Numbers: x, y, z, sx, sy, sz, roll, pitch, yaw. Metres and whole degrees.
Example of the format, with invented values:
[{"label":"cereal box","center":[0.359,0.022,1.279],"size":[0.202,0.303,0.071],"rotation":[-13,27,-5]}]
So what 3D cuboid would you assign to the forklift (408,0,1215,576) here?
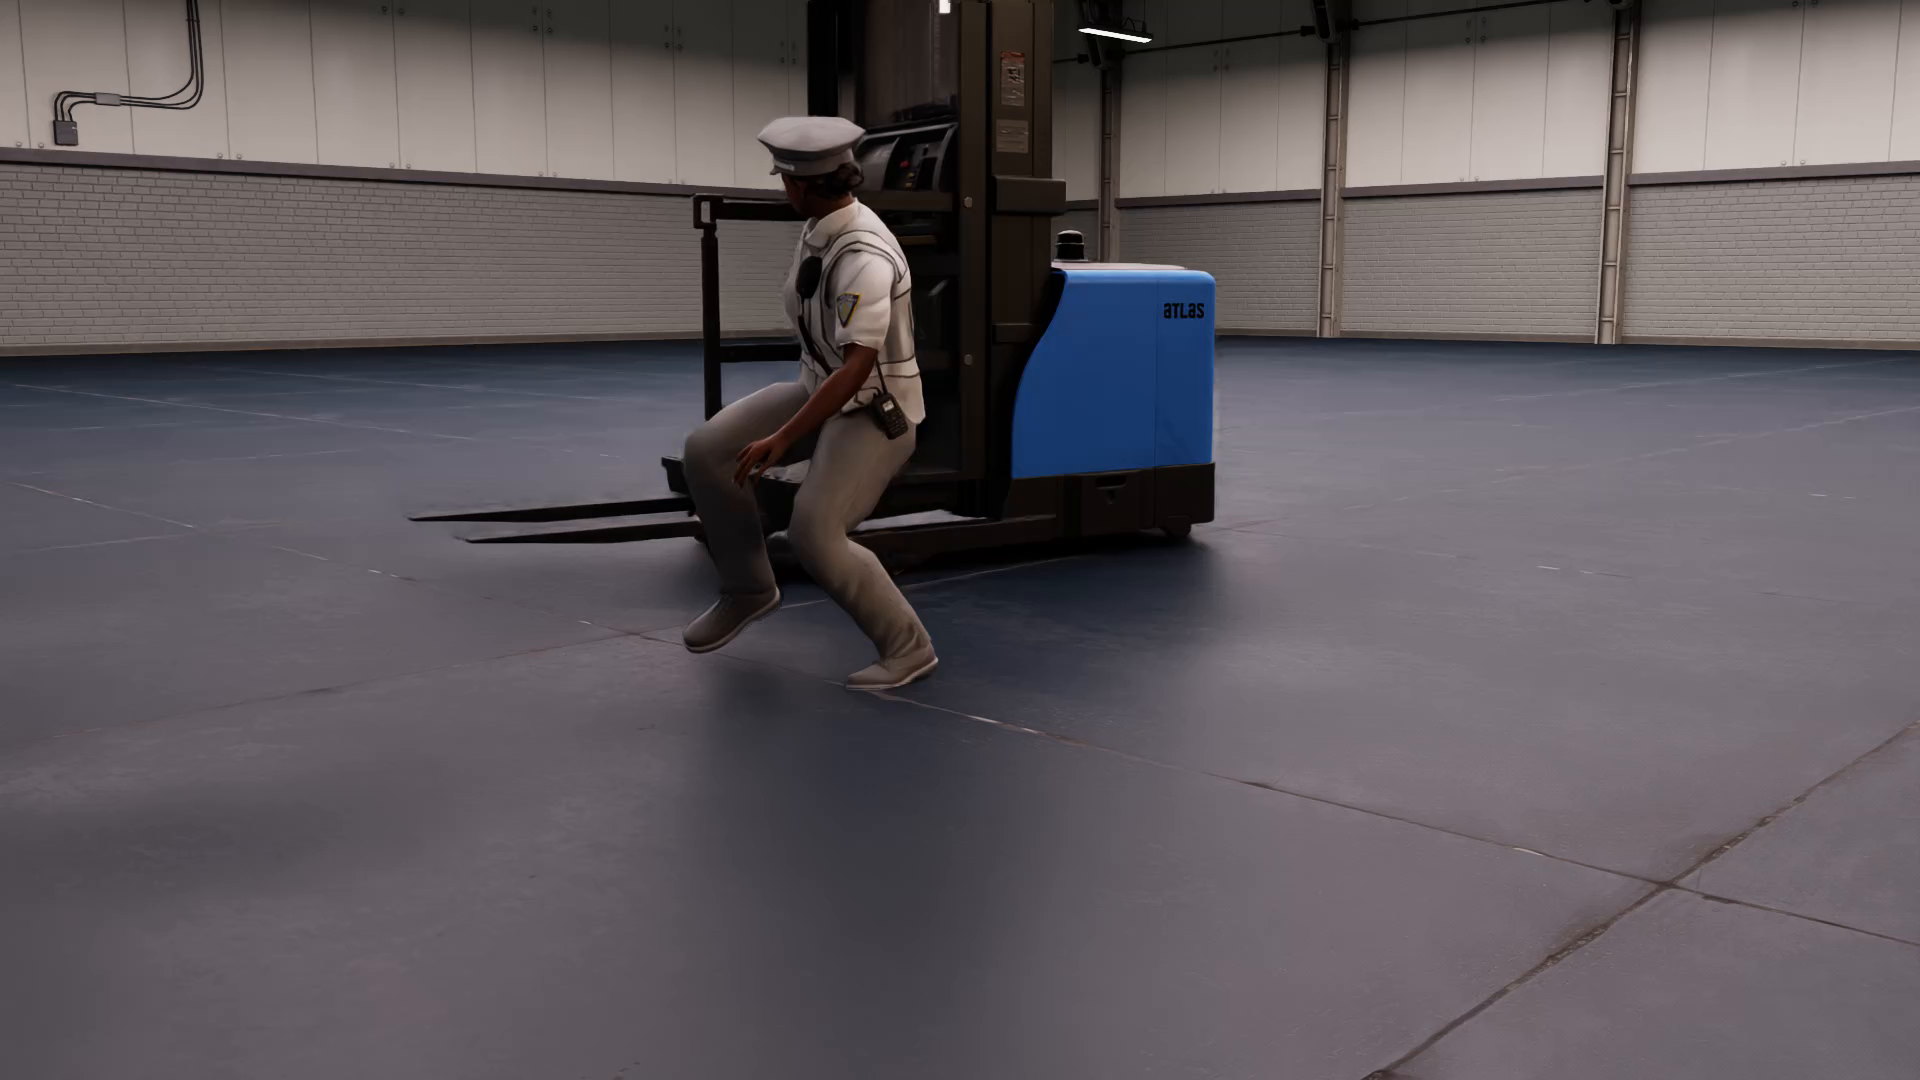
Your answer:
[{"label":"forklift","center":[-0.470,-1.393,6.126],"size":[3.031,2.935,1.130],"rotation":[-6,10,-34]}]

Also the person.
[{"label":"person","center":[-0.408,-0.359,4.351],"size":[0.666,1.460,0.705],"rotation":[-6,11,-36]}]
